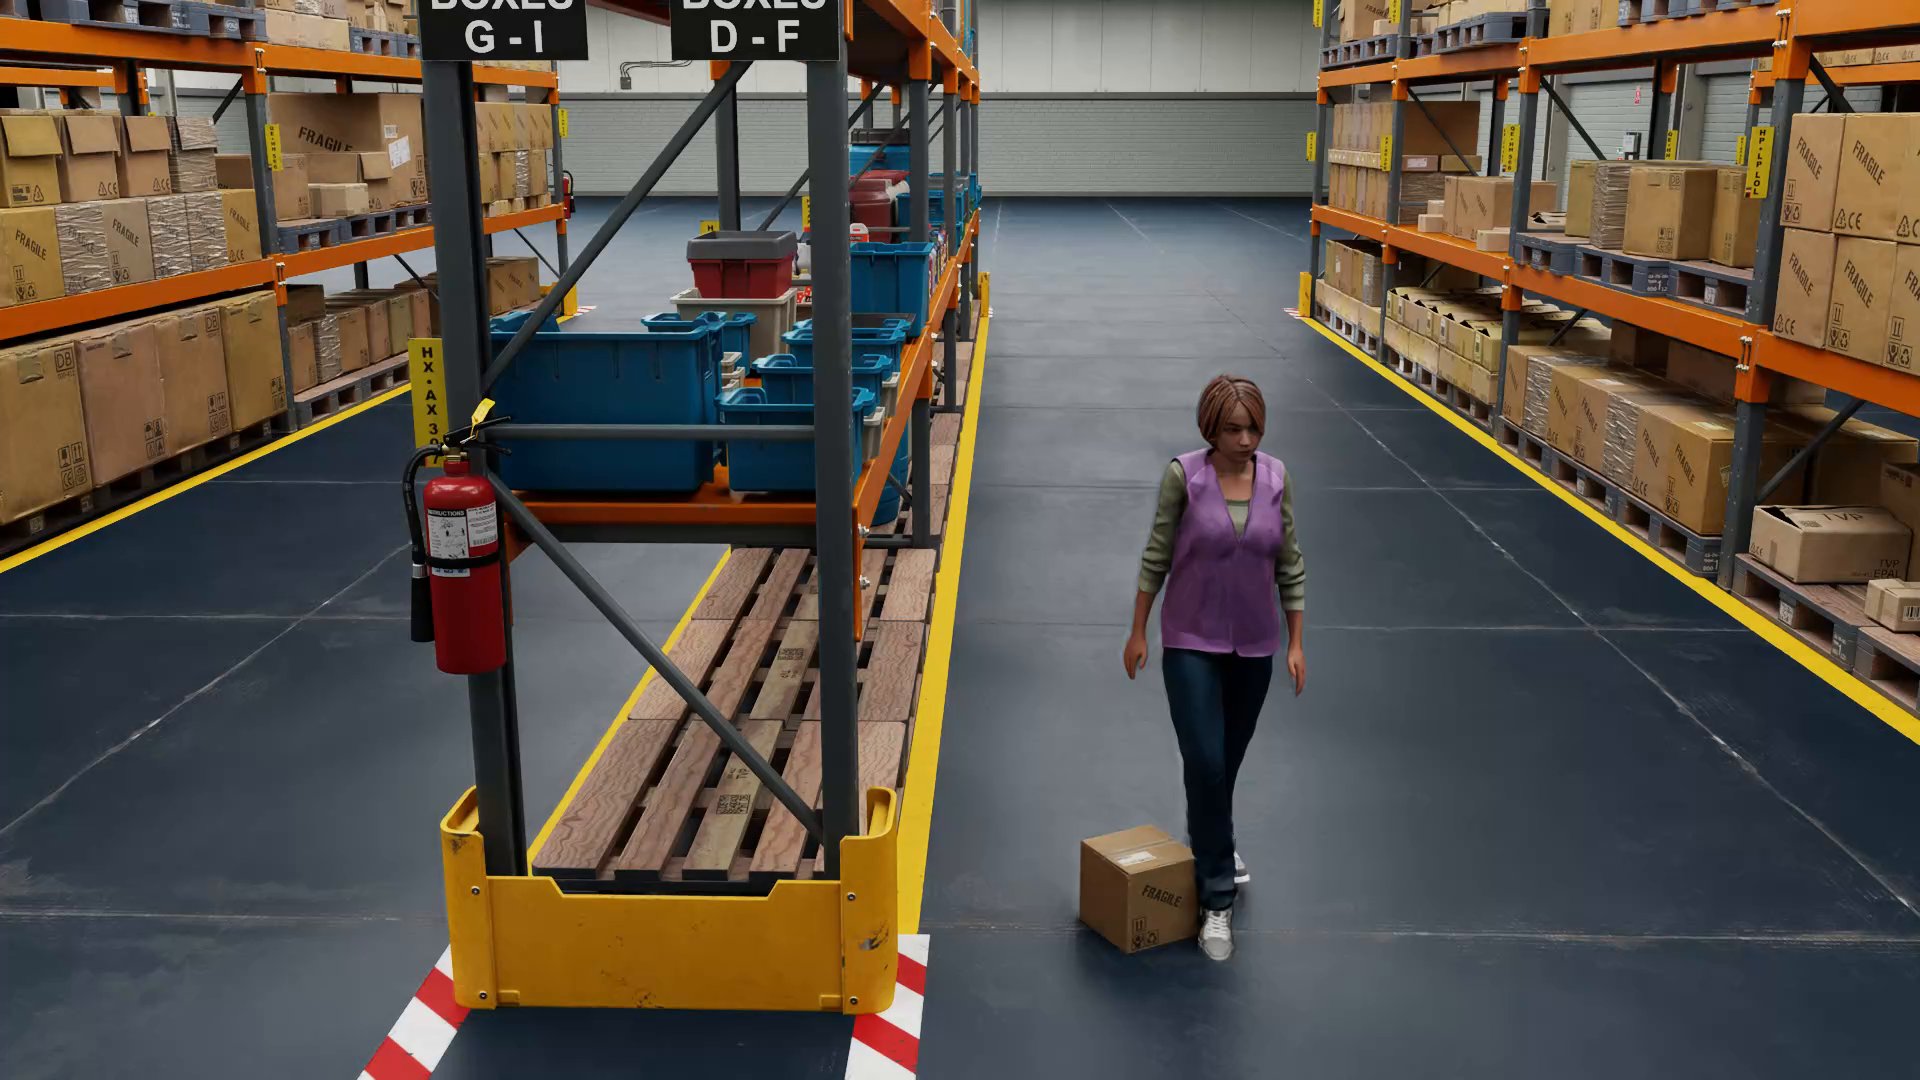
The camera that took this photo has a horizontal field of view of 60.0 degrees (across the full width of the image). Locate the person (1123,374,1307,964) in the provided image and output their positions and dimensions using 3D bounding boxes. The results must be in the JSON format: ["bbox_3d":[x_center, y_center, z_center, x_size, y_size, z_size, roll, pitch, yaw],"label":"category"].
[{"bbox_3d":[0.741,0.336,4.742,0.485,1.634,0.633,-3,14,-12],"label":"person"}]
